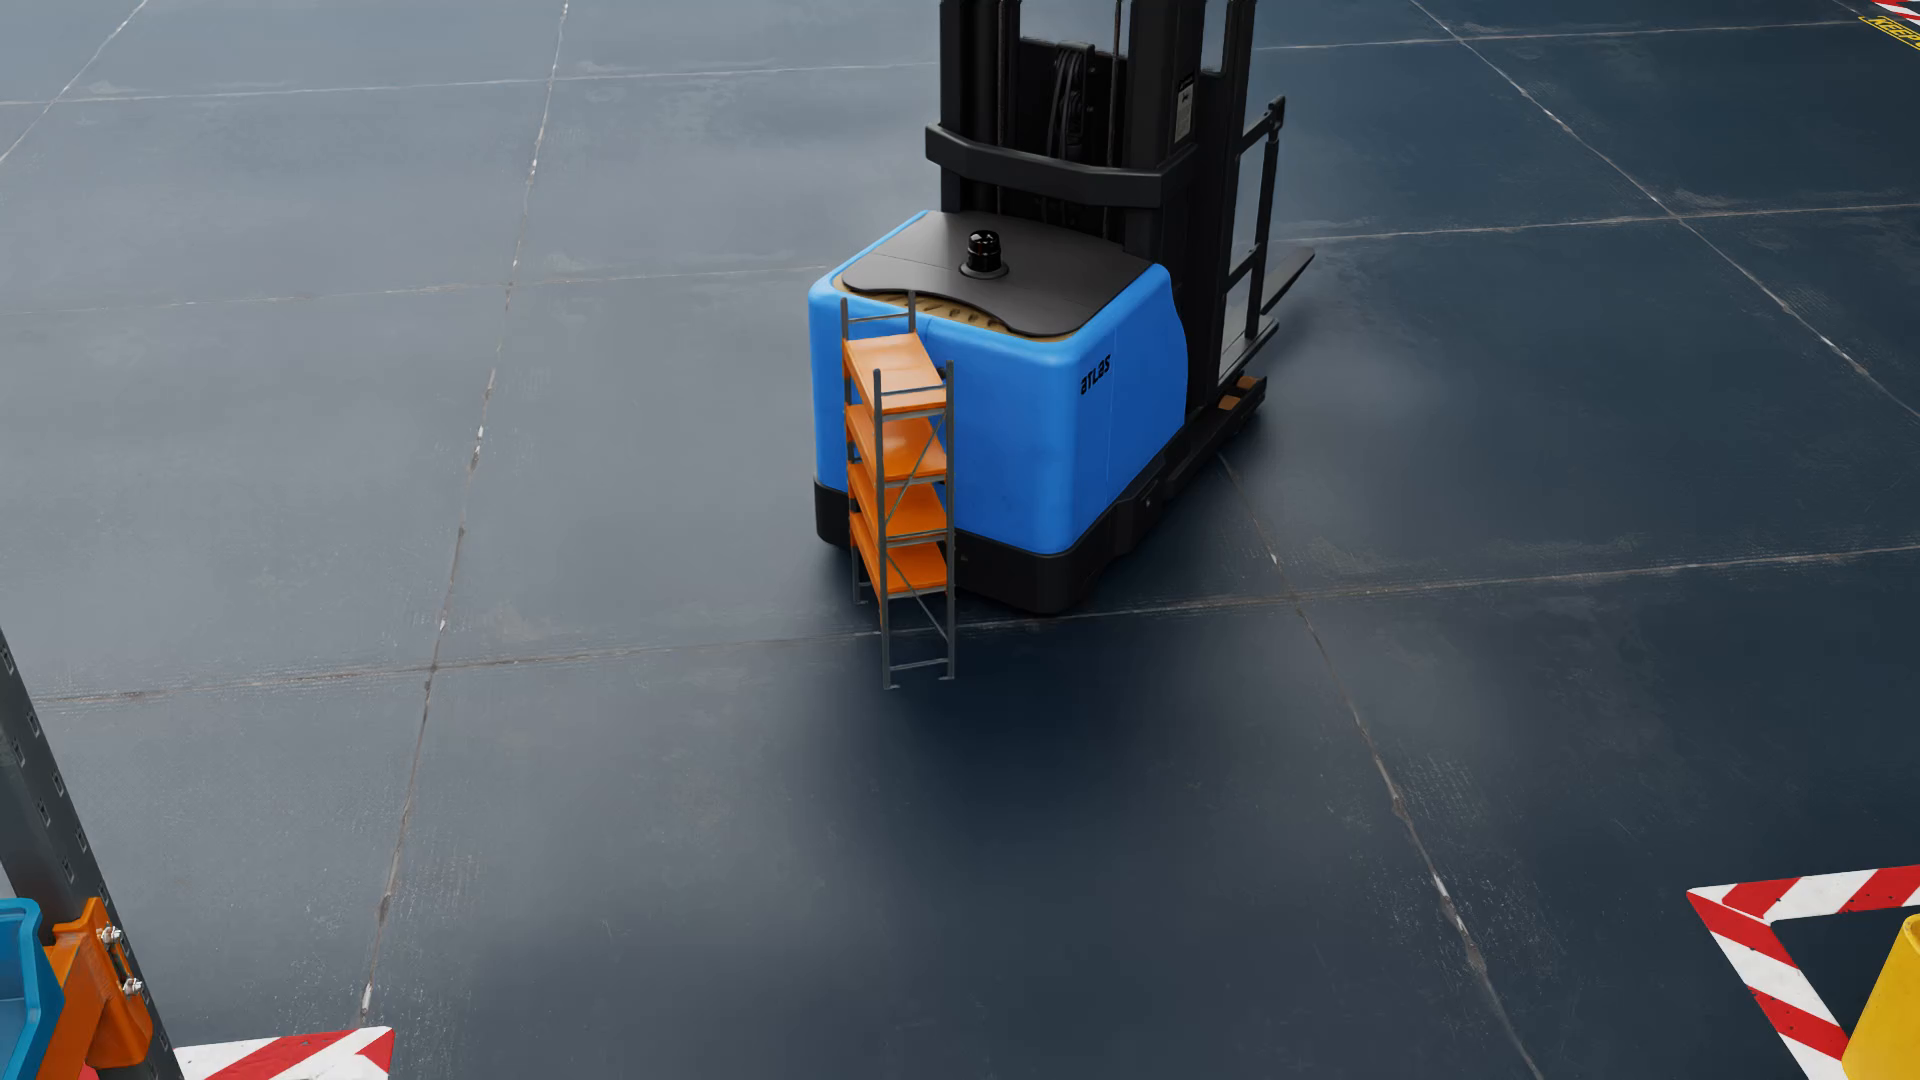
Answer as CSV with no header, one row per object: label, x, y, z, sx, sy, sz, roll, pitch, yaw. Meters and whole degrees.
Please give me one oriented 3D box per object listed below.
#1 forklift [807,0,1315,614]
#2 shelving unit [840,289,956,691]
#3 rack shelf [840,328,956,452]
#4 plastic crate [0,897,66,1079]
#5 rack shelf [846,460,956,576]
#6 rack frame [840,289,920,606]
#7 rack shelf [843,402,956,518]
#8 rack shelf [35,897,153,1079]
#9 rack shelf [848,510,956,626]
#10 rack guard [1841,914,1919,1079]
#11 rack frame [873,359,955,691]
forklift,0.638,-1.760,6.230,1.130,2.935,3.031,18,38,24
shelving unit,-0.198,-0.149,5.403,0.258,1.200,0.503,-8,35,-12
rack shelf,-0.198,-0.473,5.181,0.258,0.148,0.480,-8,35,-12
plastic crate,-1.685,0.842,2.482,0.499,0.251,0.616,-4,35,-6
rack shelf,-0.198,-0.093,5.440,0.258,0.148,0.480,-8,35,-12
rack frame,-0.260,-0.281,5.598,0.240,1.200,0.015,-8,35,-12
rack shelf,-0.198,-0.278,5.314,0.258,0.148,0.480,-8,35,-12
rack shelf,-1.780,1.938,1.382,1.077,0.370,4.000,-4,35,-6
rack shelf,-0.198,0.071,5.552,0.258,0.148,0.480,-8,35,-12
rack guard,2.857,1.171,4.088,1.175,0.500,0.348,-4,35,-6
rack frame,-0.136,-0.016,5.208,0.240,1.200,0.015,-8,35,-12
